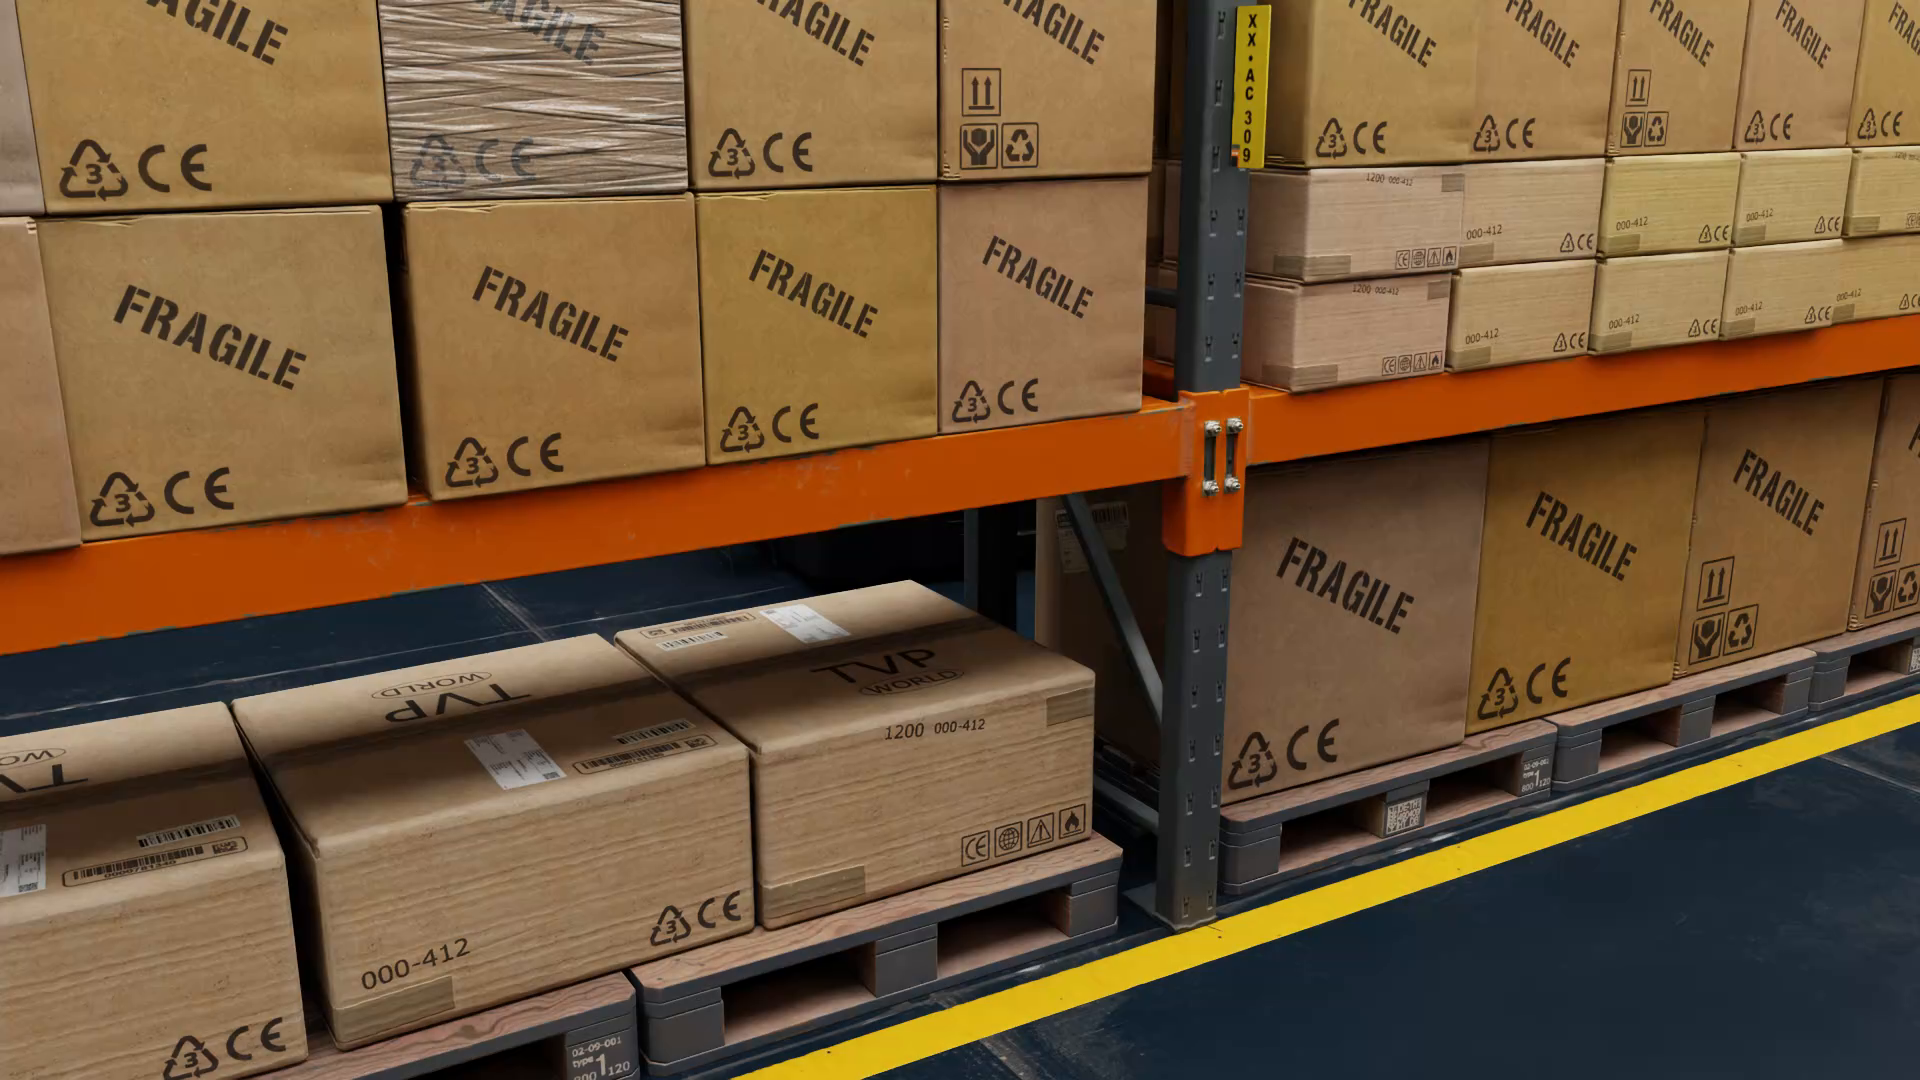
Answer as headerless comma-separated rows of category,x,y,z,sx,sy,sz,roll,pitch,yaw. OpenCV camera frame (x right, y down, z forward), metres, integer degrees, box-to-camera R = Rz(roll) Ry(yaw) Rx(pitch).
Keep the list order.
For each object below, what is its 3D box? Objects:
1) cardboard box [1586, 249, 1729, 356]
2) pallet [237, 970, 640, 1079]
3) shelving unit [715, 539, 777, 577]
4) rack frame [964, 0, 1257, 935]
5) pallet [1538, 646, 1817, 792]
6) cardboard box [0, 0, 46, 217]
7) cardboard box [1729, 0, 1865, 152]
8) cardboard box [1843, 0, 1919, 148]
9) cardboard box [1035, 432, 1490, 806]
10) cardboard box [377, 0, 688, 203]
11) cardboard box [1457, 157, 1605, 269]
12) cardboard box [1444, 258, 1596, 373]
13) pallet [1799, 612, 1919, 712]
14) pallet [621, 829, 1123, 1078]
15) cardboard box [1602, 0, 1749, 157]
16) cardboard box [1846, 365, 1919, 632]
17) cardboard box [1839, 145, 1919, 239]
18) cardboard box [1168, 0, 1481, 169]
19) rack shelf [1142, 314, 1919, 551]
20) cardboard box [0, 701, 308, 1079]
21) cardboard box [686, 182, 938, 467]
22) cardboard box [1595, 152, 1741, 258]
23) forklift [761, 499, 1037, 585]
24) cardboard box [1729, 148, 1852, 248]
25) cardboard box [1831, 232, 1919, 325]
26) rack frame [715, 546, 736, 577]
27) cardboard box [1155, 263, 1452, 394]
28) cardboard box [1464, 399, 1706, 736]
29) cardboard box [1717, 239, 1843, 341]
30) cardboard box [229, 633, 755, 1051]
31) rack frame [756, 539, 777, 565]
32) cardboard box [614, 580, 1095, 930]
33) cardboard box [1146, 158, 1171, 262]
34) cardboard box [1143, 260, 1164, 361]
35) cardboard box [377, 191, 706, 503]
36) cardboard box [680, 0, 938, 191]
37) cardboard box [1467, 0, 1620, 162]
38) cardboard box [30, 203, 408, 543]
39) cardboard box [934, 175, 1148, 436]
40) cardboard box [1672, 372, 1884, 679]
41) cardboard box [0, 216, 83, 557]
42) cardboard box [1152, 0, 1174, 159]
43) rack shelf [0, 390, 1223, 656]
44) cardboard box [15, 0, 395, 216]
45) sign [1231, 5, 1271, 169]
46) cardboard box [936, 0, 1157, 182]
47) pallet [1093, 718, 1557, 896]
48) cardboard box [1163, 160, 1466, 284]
cardboard box,1.721,-0.683,4.567,0.500,0.250,0.500,-9,18,-30
pallet,-1.421,0.986,3.503,1.213,0.211,1.003,-9,18,-30
shelving unit,-0.981,-0.460,6.798,0.189,1.200,0.258,-16,21,-21
rack frame,0.318,-0.615,4.048,0.127,3.000,1.000,-9,18,-30
pallet,1.987,0.432,5.478,1.213,0.211,1.003,-9,18,-30
cardboard box,-1.676,-0.737,2.442,0.500,0.500,0.500,-9,18,-30
cardboard box,2.136,-1.359,4.664,0.500,0.500,0.500,-10,18,-31
cardboard box,2.574,-1.428,4.908,0.500,0.500,0.500,-9,18,-30
cardboard box,0.808,0.101,4.651,0.875,0.875,0.875,-9,18,-28
cardboard box,-0.815,-0.874,2.932,0.500,0.500,0.500,-9,18,-29
cardboard box,1.273,-0.859,4.268,0.500,0.250,0.500,-9,18,-29
cardboard box,1.274,-0.616,4.326,0.500,0.250,0.500,-10,18,-31
pallet,3.032,0.263,6.079,1.213,0.211,1.003,-9,18,-30
pallet,-0.374,0.815,4.112,1.213,0.211,1.003,-9,18,-30
cardboard box,1.696,-1.286,4.402,0.500,0.500,0.500,-10,18,-31
cardboard box,3.112,-0.274,5.987,0.875,0.875,0.875,-9,18,-30
cardboard box,2.596,-1.066,5.006,0.500,0.250,0.500,-10,18,-31
cardboard box,0.843,-1.140,3.880,0.500,0.500,0.500,-9,18,-29
rack shelf,2.032,-0.547,5.137,4.000,0.370,1.077,-9,18,-30
cardboard box,-1.816,0.728,3.224,0.875,0.438,0.875,-9,18,-28
cardboard box,-0.386,-0.467,3.334,0.500,0.500,0.500,-10,18,-31
cardboard box,1.719,-0.923,4.496,0.500,0.250,0.500,-9,18,-29
forklift,0.562,-1.484,7.274,3.031,2.935,1.130,-7,17,-25
cardboard box,2.151,-0.994,4.748,0.500,0.250,0.500,-10,18,-31
cardboard box,2.577,-0.828,5.084,0.500,0.250,0.500,-9,18,-30
rack frame,-1.063,-0.436,6.765,0.006,1.200,0.240,-16,21,-21
cardboard box,0.831,-0.543,4.068,0.500,0.250,0.500,-10,18,-31
cardboard box,1.578,-0.027,5.106,0.875,0.875,0.875,-9,18,-28
cardboard box,2.155,-0.750,4.807,0.500,0.250,0.500,-10,18,-31
cardboard box,-1.043,0.603,3.670,0.875,0.438,0.875,-10,18,-31
rack frame,-0.899,-0.484,6.831,0.006,1.200,0.240,-16,21,-21
cardboard box,-0.276,0.479,4.114,0.875,0.438,0.875,-10,18,-31
cardboard box,0.571,-0.901,4.420,0.500,0.250,0.500,-9,18,-30
cardboard box,0.573,-0.664,4.498,0.500,0.250,0.500,-10,18,-31
cardboard box,-0.810,-0.394,3.072,0.500,0.500,0.500,-10,18,-31
cardboard box,-0.383,-0.947,3.192,0.500,0.500,0.500,-10,18,-31
cardboard box,1.265,-1.217,4.155,0.500,0.500,0.500,-9,18,-30
cardboard box,-1.266,-0.325,2.825,0.500,0.500,0.500,-9,18,-28
cardboard box,0.052,-0.540,3.593,0.500,0.500,0.500,-9,18,-29
cardboard box,2.345,-0.151,5.549,0.875,0.875,0.875,-9,18,-29
cardboard box,-1.687,-0.251,2.563,0.500,0.500,0.500,-9,18,-30
cardboard box,0.572,-1.265,4.328,0.500,0.500,0.500,-9,18,-28
rack shelf,-1.396,0.009,3.153,4.000,0.370,1.077,-9,18,-30
cardboard box,-1.249,-0.806,2.690,0.500,0.500,0.500,-9,18,-29
sign,0.605,-0.942,3.463,0.005,0.325,0.100,-9,18,-30
cardboard box,0.056,-1.015,3.437,0.500,0.500,0.500,-9,18,-30
pallet,0.941,0.603,4.869,1.213,0.211,1.003,-9,18,-30
cardboard box,0.840,-0.780,3.986,0.500,0.250,0.500,-10,18,-31
